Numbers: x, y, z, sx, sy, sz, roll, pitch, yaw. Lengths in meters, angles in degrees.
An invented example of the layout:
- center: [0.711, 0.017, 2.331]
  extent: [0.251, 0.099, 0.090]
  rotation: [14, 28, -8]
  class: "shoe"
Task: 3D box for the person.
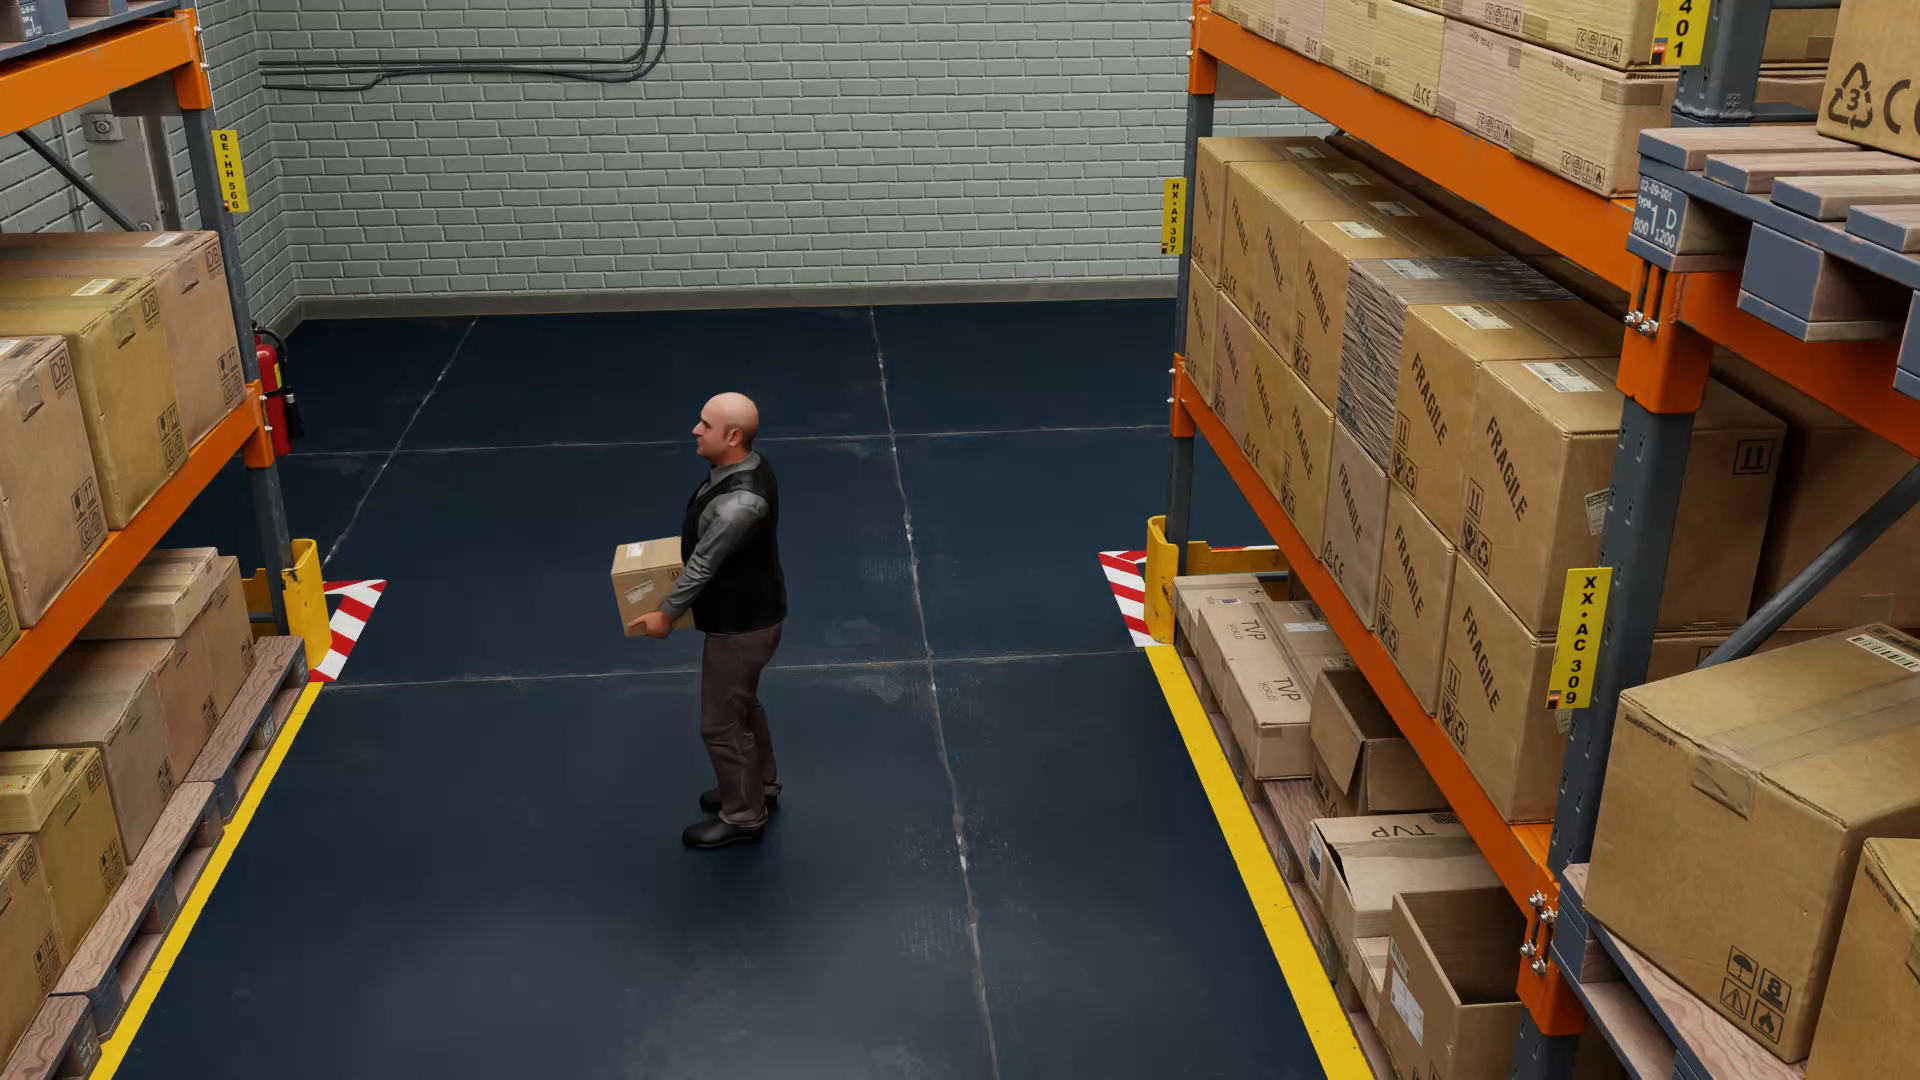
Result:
- center: [-0.894, 0.297, 5.956]
  extent: [0.556, 1.720, 0.495]
  rotation: [-2, 24, -5]
  class: "person"
